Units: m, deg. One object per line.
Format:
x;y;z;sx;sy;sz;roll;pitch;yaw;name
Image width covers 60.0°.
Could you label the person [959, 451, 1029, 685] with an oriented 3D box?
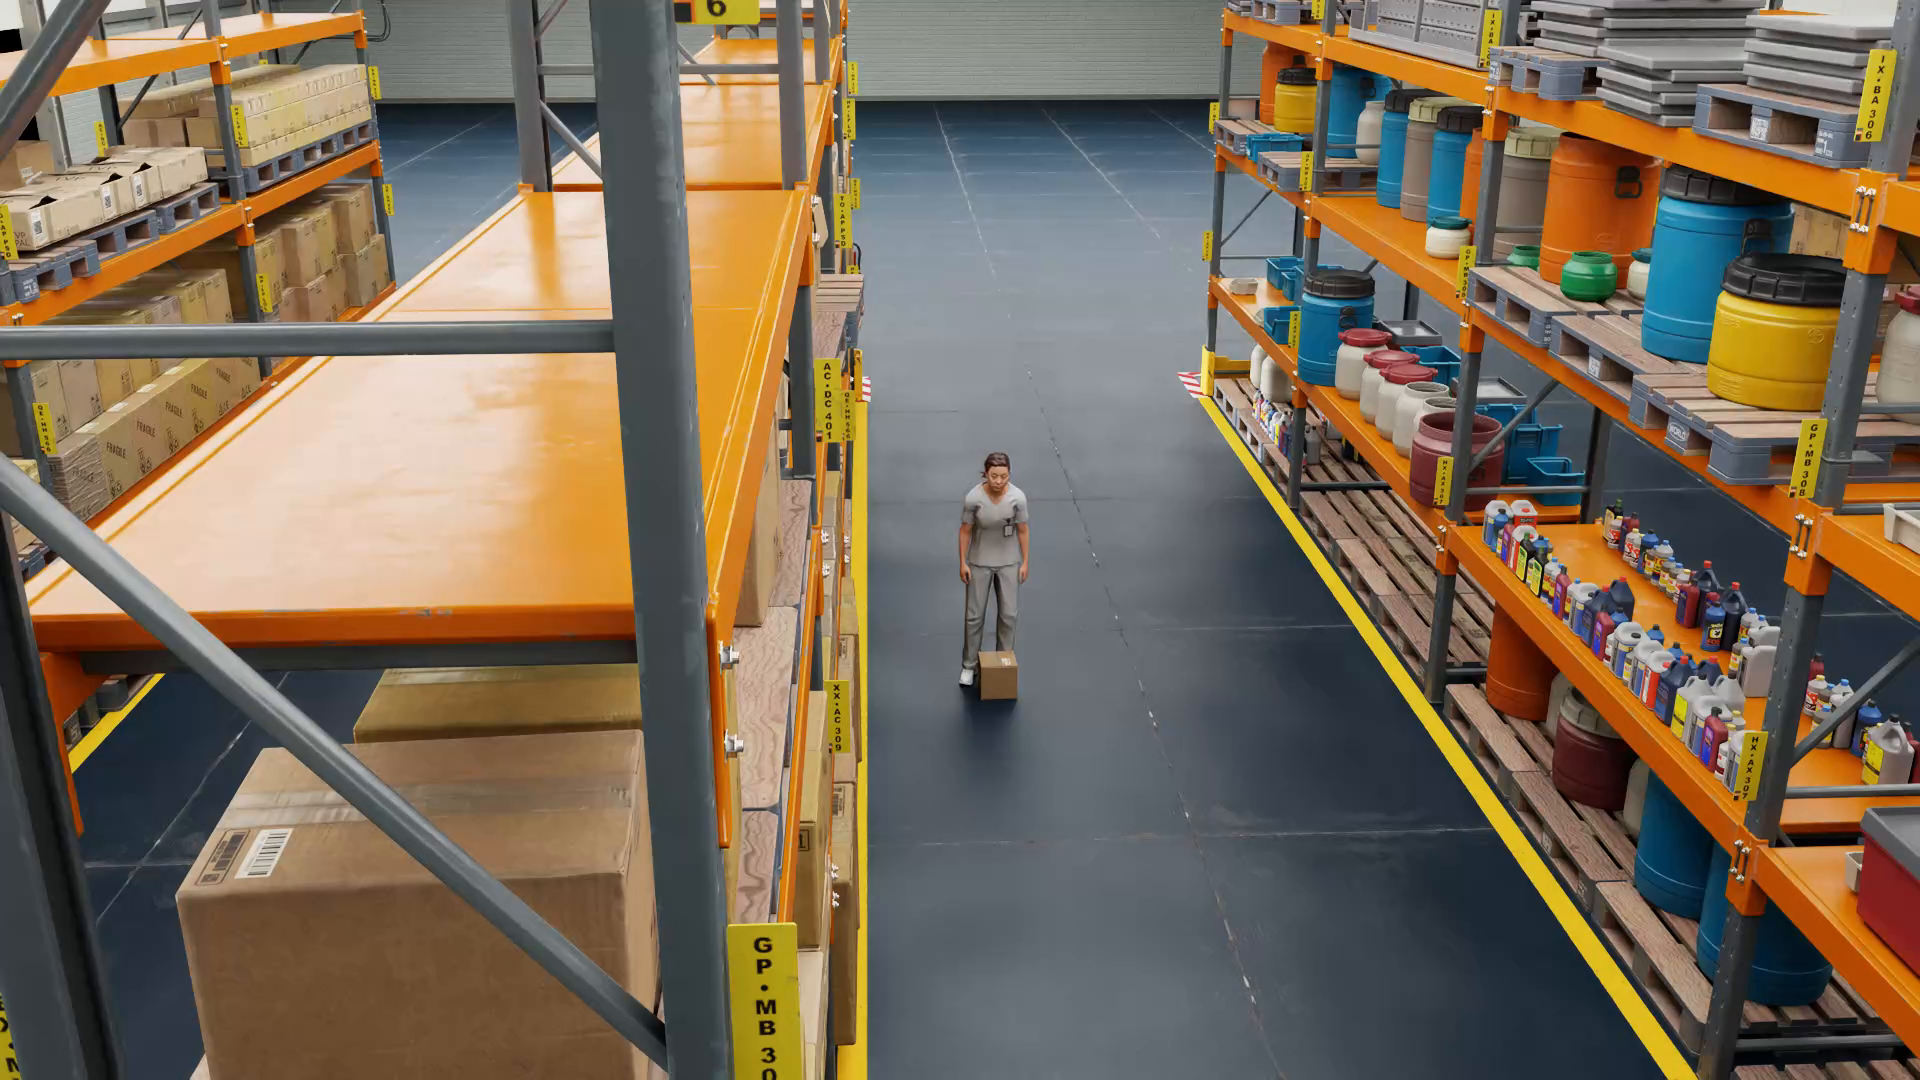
0.234;0.187;11.405;0.489;1.673;0.404;-1;21;-3;person
